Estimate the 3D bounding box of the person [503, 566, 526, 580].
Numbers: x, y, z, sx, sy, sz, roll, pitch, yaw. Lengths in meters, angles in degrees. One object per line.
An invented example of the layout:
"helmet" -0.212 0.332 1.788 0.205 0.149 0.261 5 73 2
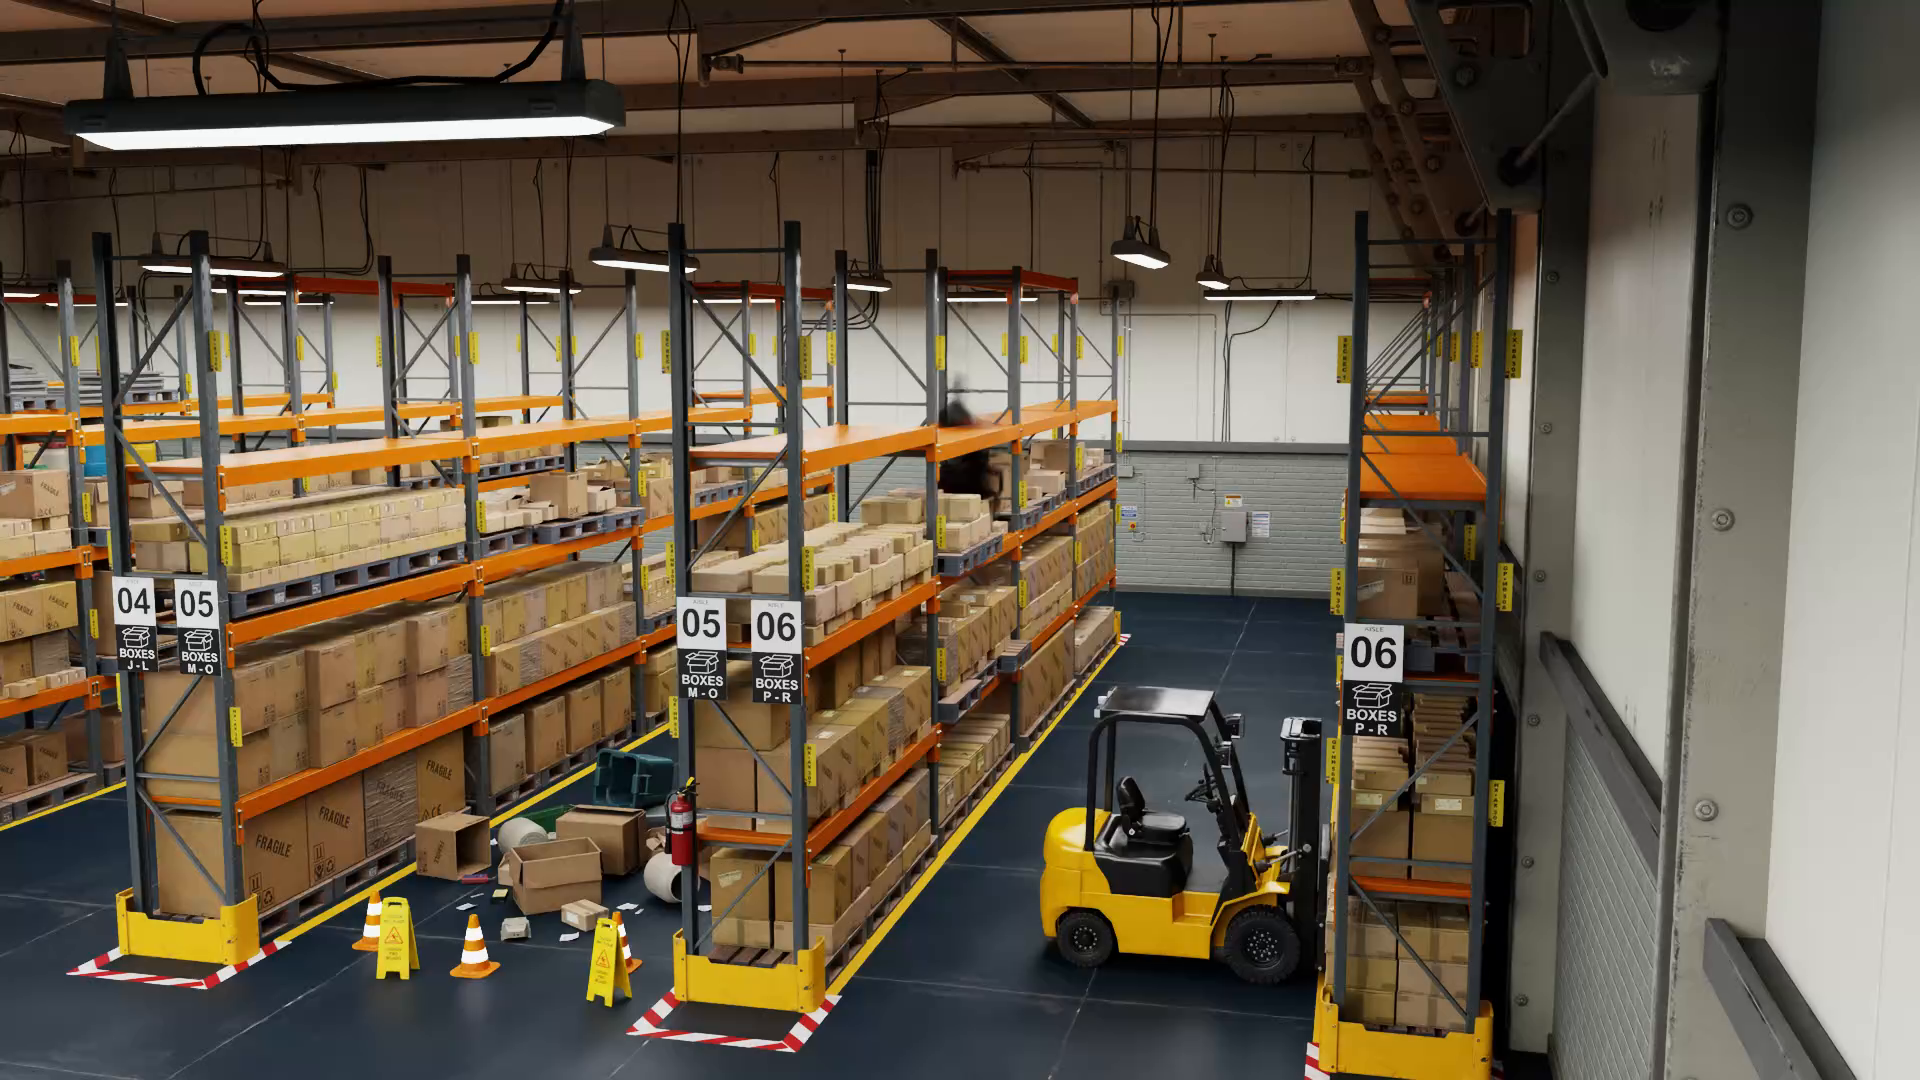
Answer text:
"person" -6.820 1.168 25.630 0.682 1.766 0.733 1 7 4
